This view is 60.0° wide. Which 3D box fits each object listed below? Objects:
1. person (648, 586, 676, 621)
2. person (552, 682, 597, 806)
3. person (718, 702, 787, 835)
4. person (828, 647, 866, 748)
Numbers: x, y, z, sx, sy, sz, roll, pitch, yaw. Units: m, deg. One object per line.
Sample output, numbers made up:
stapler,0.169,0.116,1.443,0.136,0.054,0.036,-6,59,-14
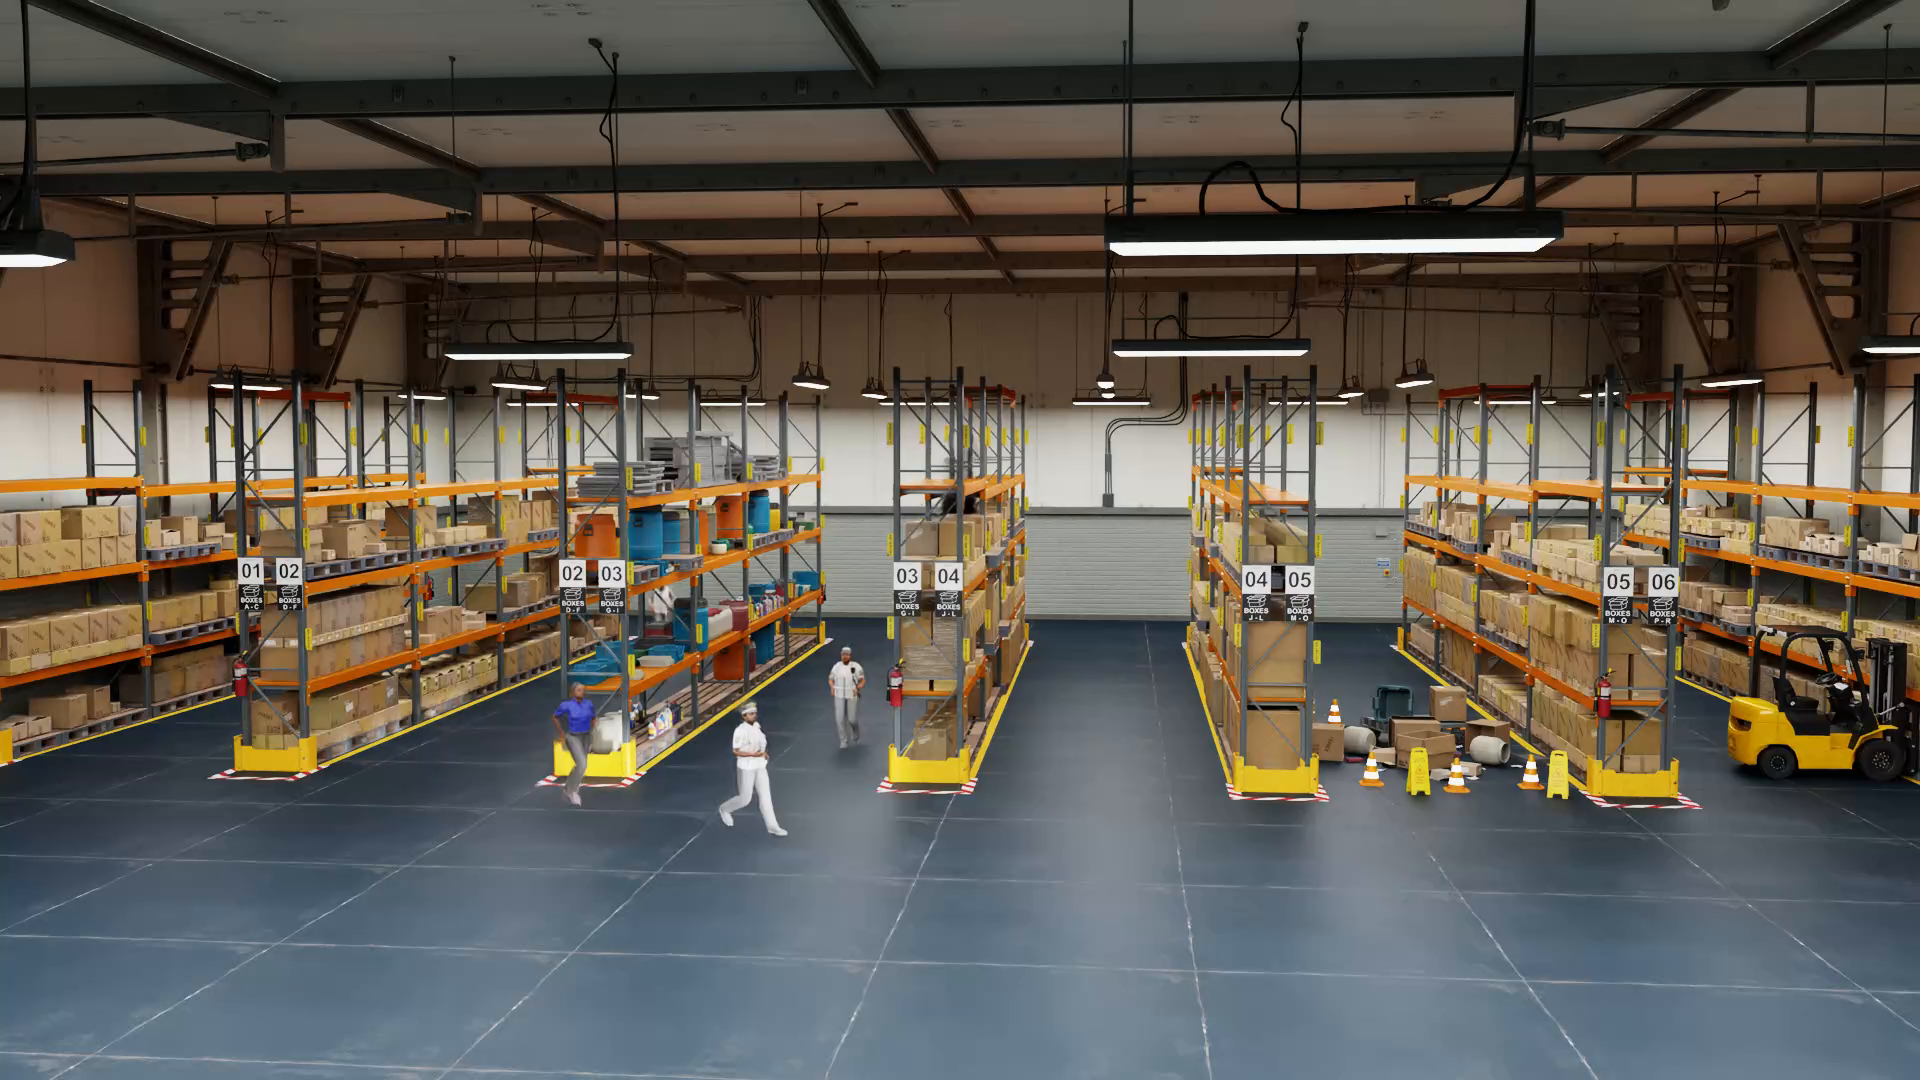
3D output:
person,-7.050,1.698,39.308,0.673,1.747,0.612,0,4,-2
person,-5.210,2.773,22.725,0.693,1.677,0.554,3,5,43
person,-2.582,2.838,20.816,1.044,1.641,0.594,3,5,38
person,-1.834,2.528,26.799,0.605,1.615,0.558,0,4,6
